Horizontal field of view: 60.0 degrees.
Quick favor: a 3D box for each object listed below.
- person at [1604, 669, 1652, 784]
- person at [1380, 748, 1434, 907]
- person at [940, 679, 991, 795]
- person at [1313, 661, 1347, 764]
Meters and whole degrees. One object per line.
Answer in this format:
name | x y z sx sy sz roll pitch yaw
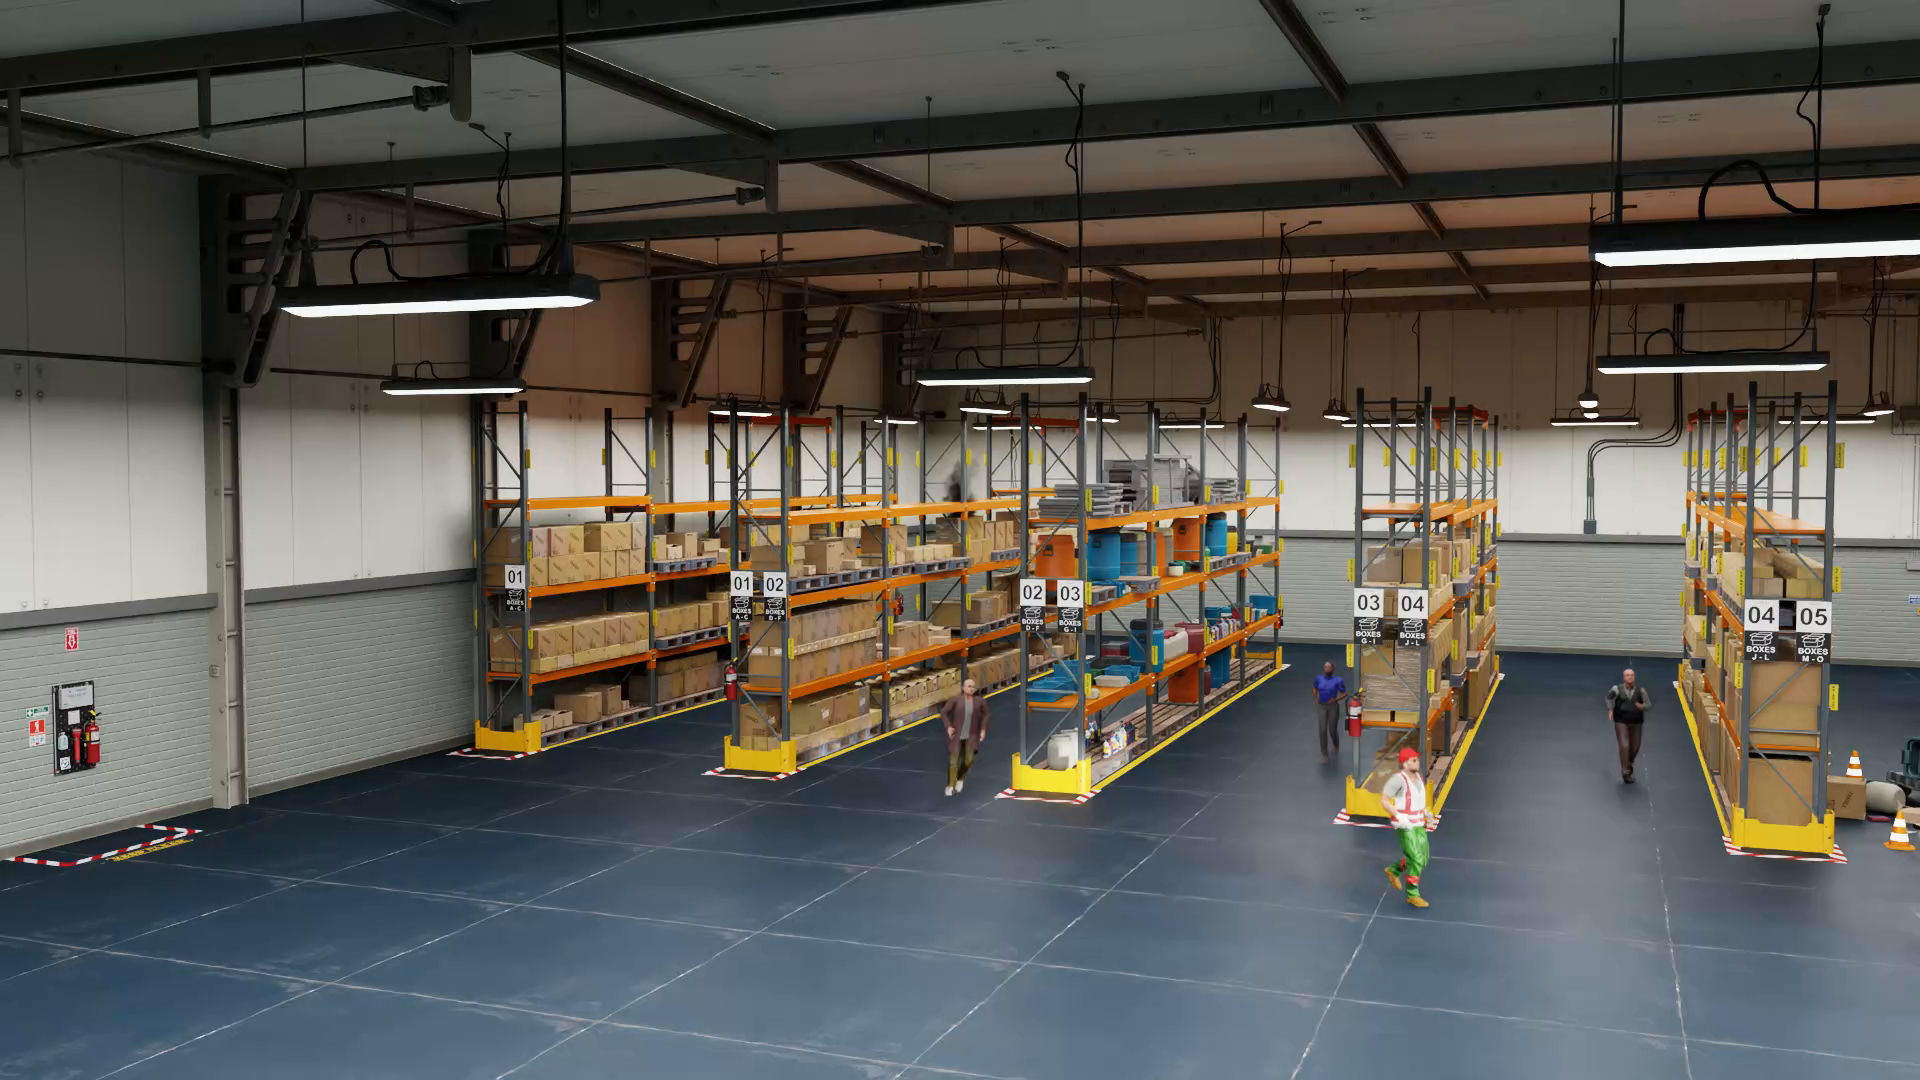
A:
person | 10.385 2.861 25.838 0.656 1.705 0.969 0 3 10
person | 5.022 3.212 18.737 0.668 1.755 0.620 -2 3 -37
person | 0.085 2.988 24.788 0.775 1.629 0.583 0 3 -4
person | 6.114 2.826 27.570 0.591 1.657 0.825 1 3 22
